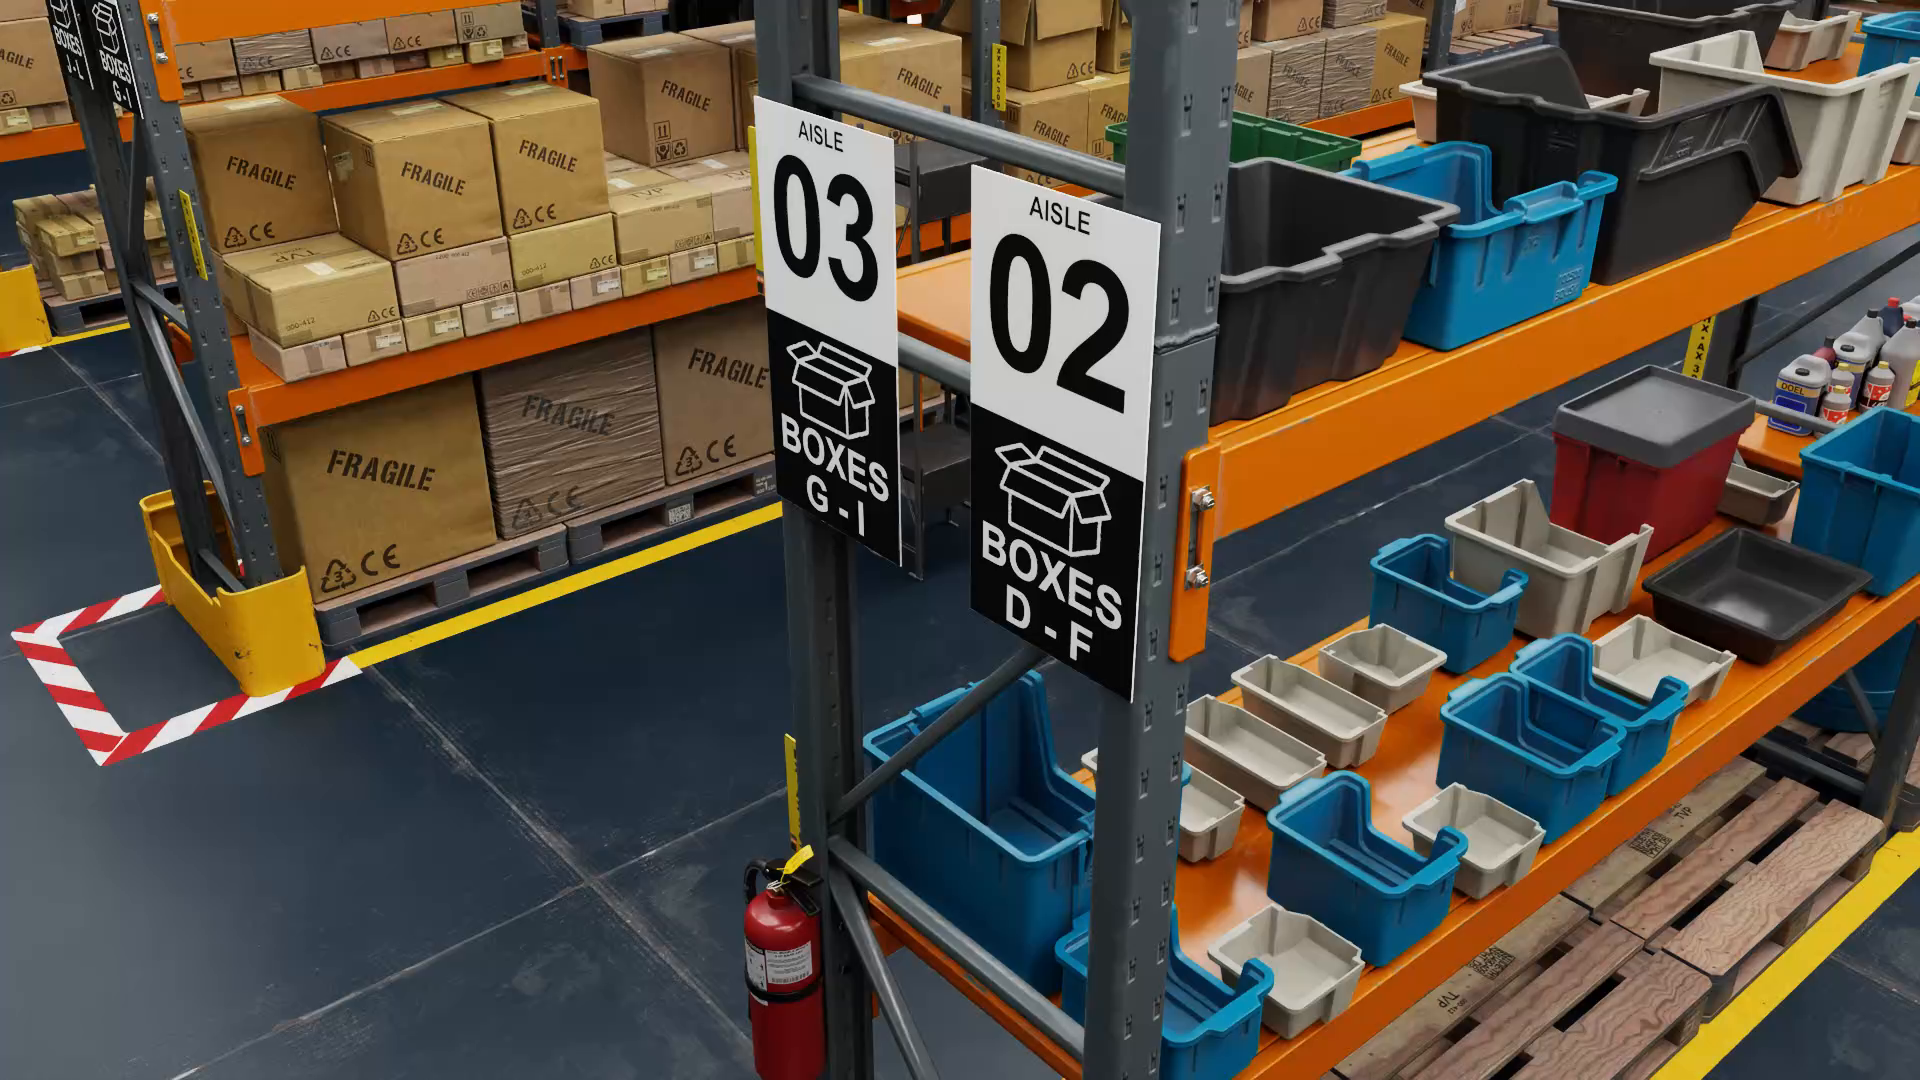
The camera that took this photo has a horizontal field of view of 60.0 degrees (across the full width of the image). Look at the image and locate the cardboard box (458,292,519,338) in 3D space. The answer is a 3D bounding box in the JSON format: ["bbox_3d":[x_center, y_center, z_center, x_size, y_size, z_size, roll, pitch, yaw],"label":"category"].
[{"bbox_3d":[-2.135,-1.033,7.266,0.250,0.149,0.380,-23,35,-36],"label":"cardboard box"}]

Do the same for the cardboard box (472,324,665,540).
[{"bbox_3d":[-2.079,-0.666,8.123,0.875,0.875,0.875,-22,35,-35],"label":"cardboard box"}]

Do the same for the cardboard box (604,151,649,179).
[{"bbox_3d":[-1.843,-1.696,8.084,0.500,0.250,0.500,-22,35,-35],"label":"cardboard box"}]

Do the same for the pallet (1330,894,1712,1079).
[{"bbox_3d":[1.589,1.481,5.255,1.213,0.211,1.003,-22,35,-35],"label":"pallet"}]

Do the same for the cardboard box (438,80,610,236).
[{"bbox_3d":[-1.895,-1.675,7.250,0.500,0.500,0.500,-23,36,-36],"label":"cardboard box"}]

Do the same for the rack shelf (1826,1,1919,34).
[{"bbox_3d":[4.573,-1.981,6.355,4.000,0.370,1.077,-22,35,-35],"label":"rack shelf"}]

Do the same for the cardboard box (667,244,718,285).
[{"bbox_3d":[-1.354,-1.347,7.854,0.250,0.149,0.380,-21,35,-34],"label":"cardboard box"}]

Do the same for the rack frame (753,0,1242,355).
[{"bbox_3d":[0.009,-1.785,2.043,0.127,3.000,1.000,-22,35,-35],"label":"rack frame"}]

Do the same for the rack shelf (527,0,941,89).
[{"bbox_3d":[-1.784,-4.243,13.771,4.000,0.370,1.077,-22,35,-35],"label":"rack shelf"}]

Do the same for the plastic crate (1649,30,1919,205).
[{"bbox_3d":[1.895,-0.978,3.840,0.530,0.282,0.437,-22,35,-35],"label":"plastic crate"}]

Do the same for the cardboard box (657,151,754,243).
[{"bbox_3d":[-1.109,-1.660,8.017,0.500,0.250,0.500,-21,35,-34],"label":"cardboard box"}]

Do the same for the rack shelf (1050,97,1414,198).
[{"bbox_3d":[1.359,-2.434,10.385,4.000,0.370,1.077,-22,35,-35],"label":"rack shelf"}]

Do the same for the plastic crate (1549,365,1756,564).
[{"bbox_3d":[2.210,-0.235,5.375,0.583,0.464,0.402,-22,35,-35],"label":"plastic crate"}]

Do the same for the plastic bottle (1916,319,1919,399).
[{"bbox_3d":[3.773,-0.745,6.514,0.185,0.351,0.144,-22,35,-35],"label":"plastic bottle"}]

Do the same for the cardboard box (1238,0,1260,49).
[{"bbox_3d":[1.310,-3.226,9.933,0.637,0.503,0.797,-21,34,-33],"label":"cardboard box"}]

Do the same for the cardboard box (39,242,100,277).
[{"bbox_3d":[-5.783,-1.852,10.797,0.250,0.149,0.380,-20,34,-33],"label":"cardboard box"}]

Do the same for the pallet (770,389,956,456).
[{"bbox_3d":[-0.792,-0.705,9.345,1.213,0.211,1.003,-22,35,-35],"label":"pallet"}]

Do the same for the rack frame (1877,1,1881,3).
[{"bbox_3d":[8.966,-5.810,15.940,0.127,3.000,1.000,-22,35,-35],"label":"rack frame"}]

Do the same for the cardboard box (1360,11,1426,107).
[{"bbox_3d":[2.665,-3.167,10.888,0.500,0.500,0.500,-21,34,-33],"label":"cardboard box"}]

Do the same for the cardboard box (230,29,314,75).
[{"bbox_3d":[-4.672,-3.415,11.036,0.500,0.500,0.500,-23,36,-36],"label":"cardboard box"}]

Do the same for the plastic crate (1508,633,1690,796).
[{"bbox_3d":[1.640,0.456,4.329,0.300,0.233,0.416,-22,35,-35],"label":"plastic crate"}]

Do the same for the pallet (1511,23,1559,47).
[{"bbox_3d":[4.359,-3.898,12.566,1.213,0.211,1.003,-22,35,-35],"label":"pallet"}]

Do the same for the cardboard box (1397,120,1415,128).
[{"bbox_3d":[3.370,-3.001,12.072,0.500,0.250,0.500,-20,34,-33],"label":"cardboard box"}]

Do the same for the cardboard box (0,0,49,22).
[{"bbox_3d":[-5.834,-3.383,9.916,0.500,0.500,0.500,-22,35,-35],"label":"cardboard box"}]

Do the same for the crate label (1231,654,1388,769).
[{"bbox_3d":[0.938,0.458,4.426,0.243,0.136,0.396,-22,35,-35],"label":"crate label"}]

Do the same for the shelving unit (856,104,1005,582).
[{"bbox_3d":[-0.126,-0.875,7.660,0.503,2.100,0.431,-22,35,-35],"label":"shelving unit"}]

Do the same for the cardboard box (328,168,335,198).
[{"bbox_3d":[-4.352,-2.511,11.715,0.250,0.149,0.380,-23,36,-37],"label":"cardboard box"}]

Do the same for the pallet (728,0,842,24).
[{"bbox_3d":[-1.742,-4.467,13.630,1.213,0.211,1.003,-22,35,-35],"label":"pallet"}]

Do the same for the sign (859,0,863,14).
[{"bbox_3d":[-0.523,-2.806,9.175,0.005,0.325,0.100,-22,35,-35],"label":"sign"}]

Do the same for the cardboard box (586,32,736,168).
[{"bbox_3d":[-1.466,-2.171,8.179,0.500,0.500,0.500,-23,36,-36],"label":"cardboard box"}]

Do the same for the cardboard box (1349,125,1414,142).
[{"bbox_3d":[2.342,-2.407,11.381,0.875,0.875,1.225,-24,36,-37],"label":"cardboard box"}]

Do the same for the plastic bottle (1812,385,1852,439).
[{"bbox_3d":[3.237,-0.473,6.163,0.097,0.201,0.097,0,28,0],"label":"plastic bottle"}]

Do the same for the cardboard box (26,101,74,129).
[{"bbox_3d":[-5.722,-2.688,10.365,0.250,0.149,0.380,-20,34,-33],"label":"cardboard box"}]

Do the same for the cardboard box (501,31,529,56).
[{"bbox_3d":[-3.371,-3.666,12.195,0.250,0.149,0.380,-22,35,-35],"label":"cardboard box"}]

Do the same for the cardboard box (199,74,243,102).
[{"bbox_3d":[-4.946,-3.019,10.984,0.250,0.149,0.380,-23,36,-36],"label":"cardboard box"}]

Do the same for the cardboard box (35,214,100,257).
[{"bbox_3d":[-5.729,-1.954,10.671,0.250,0.149,0.380,-24,36,-37],"label":"cardboard box"}]

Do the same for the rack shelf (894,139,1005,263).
[{"bbox_3d":[-0.126,-1.481,7.337,0.480,0.518,0.431,-22,35,-35],"label":"rack shelf"}]

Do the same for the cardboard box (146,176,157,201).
[{"bbox_3d":[-5.529,-2.405,11.517,0.250,0.149,0.380,-24,36,-37],"label":"cardboard box"}]

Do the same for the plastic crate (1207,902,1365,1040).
[{"bbox_3d":[0.708,0.924,3.554,0.298,0.136,0.250,-22,35,-35],"label":"plastic crate"}]

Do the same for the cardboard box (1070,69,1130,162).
[{"bbox_3d":[0.731,-2.388,9.431,0.500,0.500,0.500,-22,35,-35],"label":"cardboard box"}]

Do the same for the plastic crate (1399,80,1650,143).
[{"bbox_3d":[1.420,-1.067,4.162,0.530,0.136,0.437,-22,35,-35],"label":"plastic crate"}]

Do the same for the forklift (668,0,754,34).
[{"bbox_3d":[-1.006,-2.937,10.635,3.031,2.935,1.130,-24,37,-38],"label":"forklift"}]

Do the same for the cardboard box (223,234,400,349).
[{"bbox_3d":[-2.666,-1.031,6.839,0.500,0.250,0.500,-23,36,-36],"label":"cardboard box"}]

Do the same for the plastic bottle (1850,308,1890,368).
[{"bbox_3d":[3.539,-0.740,6.505,0.185,0.351,0.144,-22,35,-35],"label":"plastic bottle"}]

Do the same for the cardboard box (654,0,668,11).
[{"bbox_3d":[-2.307,-4.141,12.636,0.250,0.149,0.380,-22,35,-35],"label":"cardboard box"}]

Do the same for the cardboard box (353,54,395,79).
[{"bbox_3d":[-4.137,-3.324,11.555,0.250,0.149,0.380,-24,36,-37],"label":"cardboard box"}]

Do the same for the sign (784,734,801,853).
[{"bbox_3d":[-0.361,0.596,3.779,0.005,0.325,0.100,-22,35,-35],"label":"sign"}]

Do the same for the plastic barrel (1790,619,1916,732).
[{"bbox_3d":[3.477,0.217,6.443,0.708,0.901,0.600,-22,35,-35],"label":"plastic barrel"}]

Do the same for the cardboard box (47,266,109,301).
[{"bbox_3d":[-5.742,-1.698,10.824,0.250,0.149,0.380,-21,35,-34],"label":"cardboard box"}]

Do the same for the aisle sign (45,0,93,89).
[{"bbox_3d":[-3.455,-2.148,6.328,0.004,0.787,0.394,-22,35,-35],"label":"aisle sign"}]

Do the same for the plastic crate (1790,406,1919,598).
[{"bbox_3d":[2.918,-0.118,5.241,0.575,0.384,0.392,-22,35,-35],"label":"plastic crate"}]
